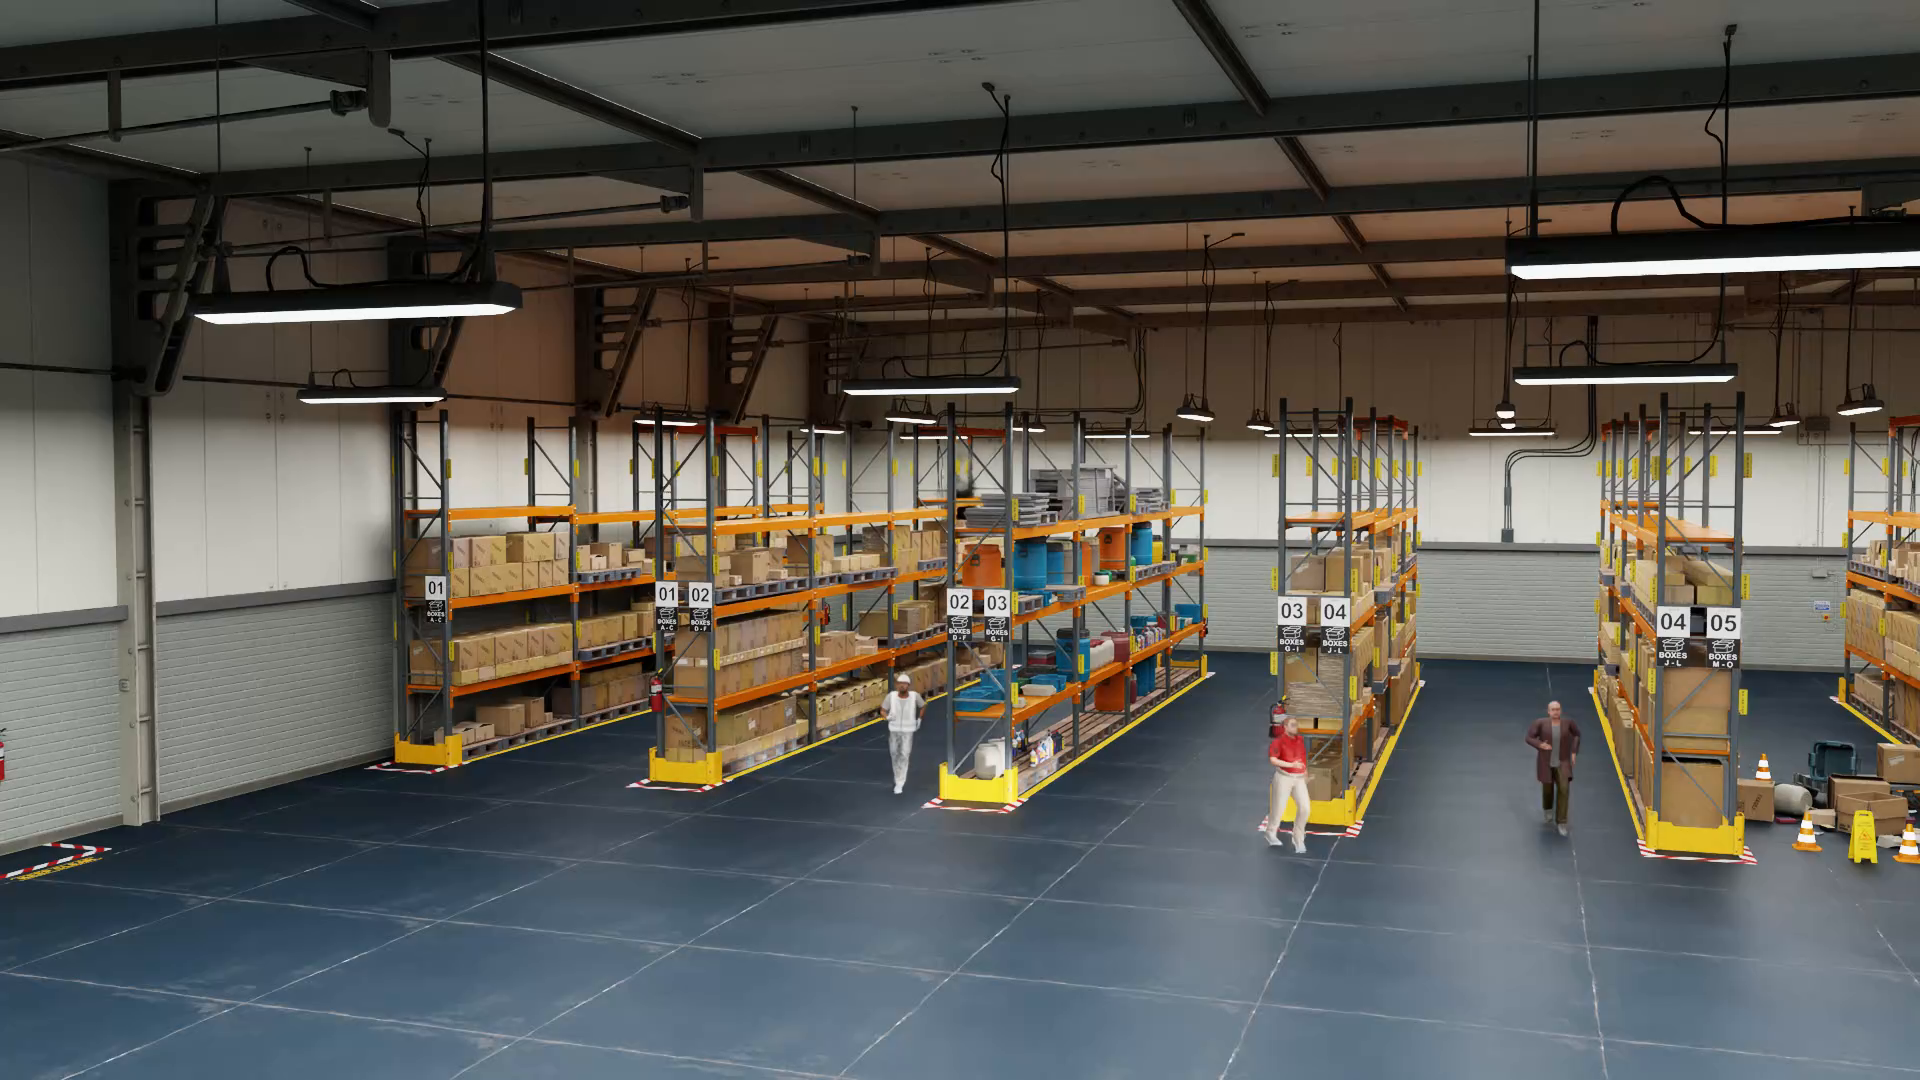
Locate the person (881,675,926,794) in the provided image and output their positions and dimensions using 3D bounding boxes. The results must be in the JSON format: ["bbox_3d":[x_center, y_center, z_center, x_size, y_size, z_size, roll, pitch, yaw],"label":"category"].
[{"bbox_3d":[-0.894,3.004,25.980,0.689,1.816,0.879,0,2,6],"label":"person"}]

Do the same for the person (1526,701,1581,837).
[{"bbox_3d":[8.239,3.126,23.099,0.741,1.801,1.022,1,3,14],"label":"person"}]

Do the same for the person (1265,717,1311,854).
[{"bbox_3d":[4.335,3.216,21.803,0.665,1.793,0.723,-1,3,-24],"label":"person"}]
